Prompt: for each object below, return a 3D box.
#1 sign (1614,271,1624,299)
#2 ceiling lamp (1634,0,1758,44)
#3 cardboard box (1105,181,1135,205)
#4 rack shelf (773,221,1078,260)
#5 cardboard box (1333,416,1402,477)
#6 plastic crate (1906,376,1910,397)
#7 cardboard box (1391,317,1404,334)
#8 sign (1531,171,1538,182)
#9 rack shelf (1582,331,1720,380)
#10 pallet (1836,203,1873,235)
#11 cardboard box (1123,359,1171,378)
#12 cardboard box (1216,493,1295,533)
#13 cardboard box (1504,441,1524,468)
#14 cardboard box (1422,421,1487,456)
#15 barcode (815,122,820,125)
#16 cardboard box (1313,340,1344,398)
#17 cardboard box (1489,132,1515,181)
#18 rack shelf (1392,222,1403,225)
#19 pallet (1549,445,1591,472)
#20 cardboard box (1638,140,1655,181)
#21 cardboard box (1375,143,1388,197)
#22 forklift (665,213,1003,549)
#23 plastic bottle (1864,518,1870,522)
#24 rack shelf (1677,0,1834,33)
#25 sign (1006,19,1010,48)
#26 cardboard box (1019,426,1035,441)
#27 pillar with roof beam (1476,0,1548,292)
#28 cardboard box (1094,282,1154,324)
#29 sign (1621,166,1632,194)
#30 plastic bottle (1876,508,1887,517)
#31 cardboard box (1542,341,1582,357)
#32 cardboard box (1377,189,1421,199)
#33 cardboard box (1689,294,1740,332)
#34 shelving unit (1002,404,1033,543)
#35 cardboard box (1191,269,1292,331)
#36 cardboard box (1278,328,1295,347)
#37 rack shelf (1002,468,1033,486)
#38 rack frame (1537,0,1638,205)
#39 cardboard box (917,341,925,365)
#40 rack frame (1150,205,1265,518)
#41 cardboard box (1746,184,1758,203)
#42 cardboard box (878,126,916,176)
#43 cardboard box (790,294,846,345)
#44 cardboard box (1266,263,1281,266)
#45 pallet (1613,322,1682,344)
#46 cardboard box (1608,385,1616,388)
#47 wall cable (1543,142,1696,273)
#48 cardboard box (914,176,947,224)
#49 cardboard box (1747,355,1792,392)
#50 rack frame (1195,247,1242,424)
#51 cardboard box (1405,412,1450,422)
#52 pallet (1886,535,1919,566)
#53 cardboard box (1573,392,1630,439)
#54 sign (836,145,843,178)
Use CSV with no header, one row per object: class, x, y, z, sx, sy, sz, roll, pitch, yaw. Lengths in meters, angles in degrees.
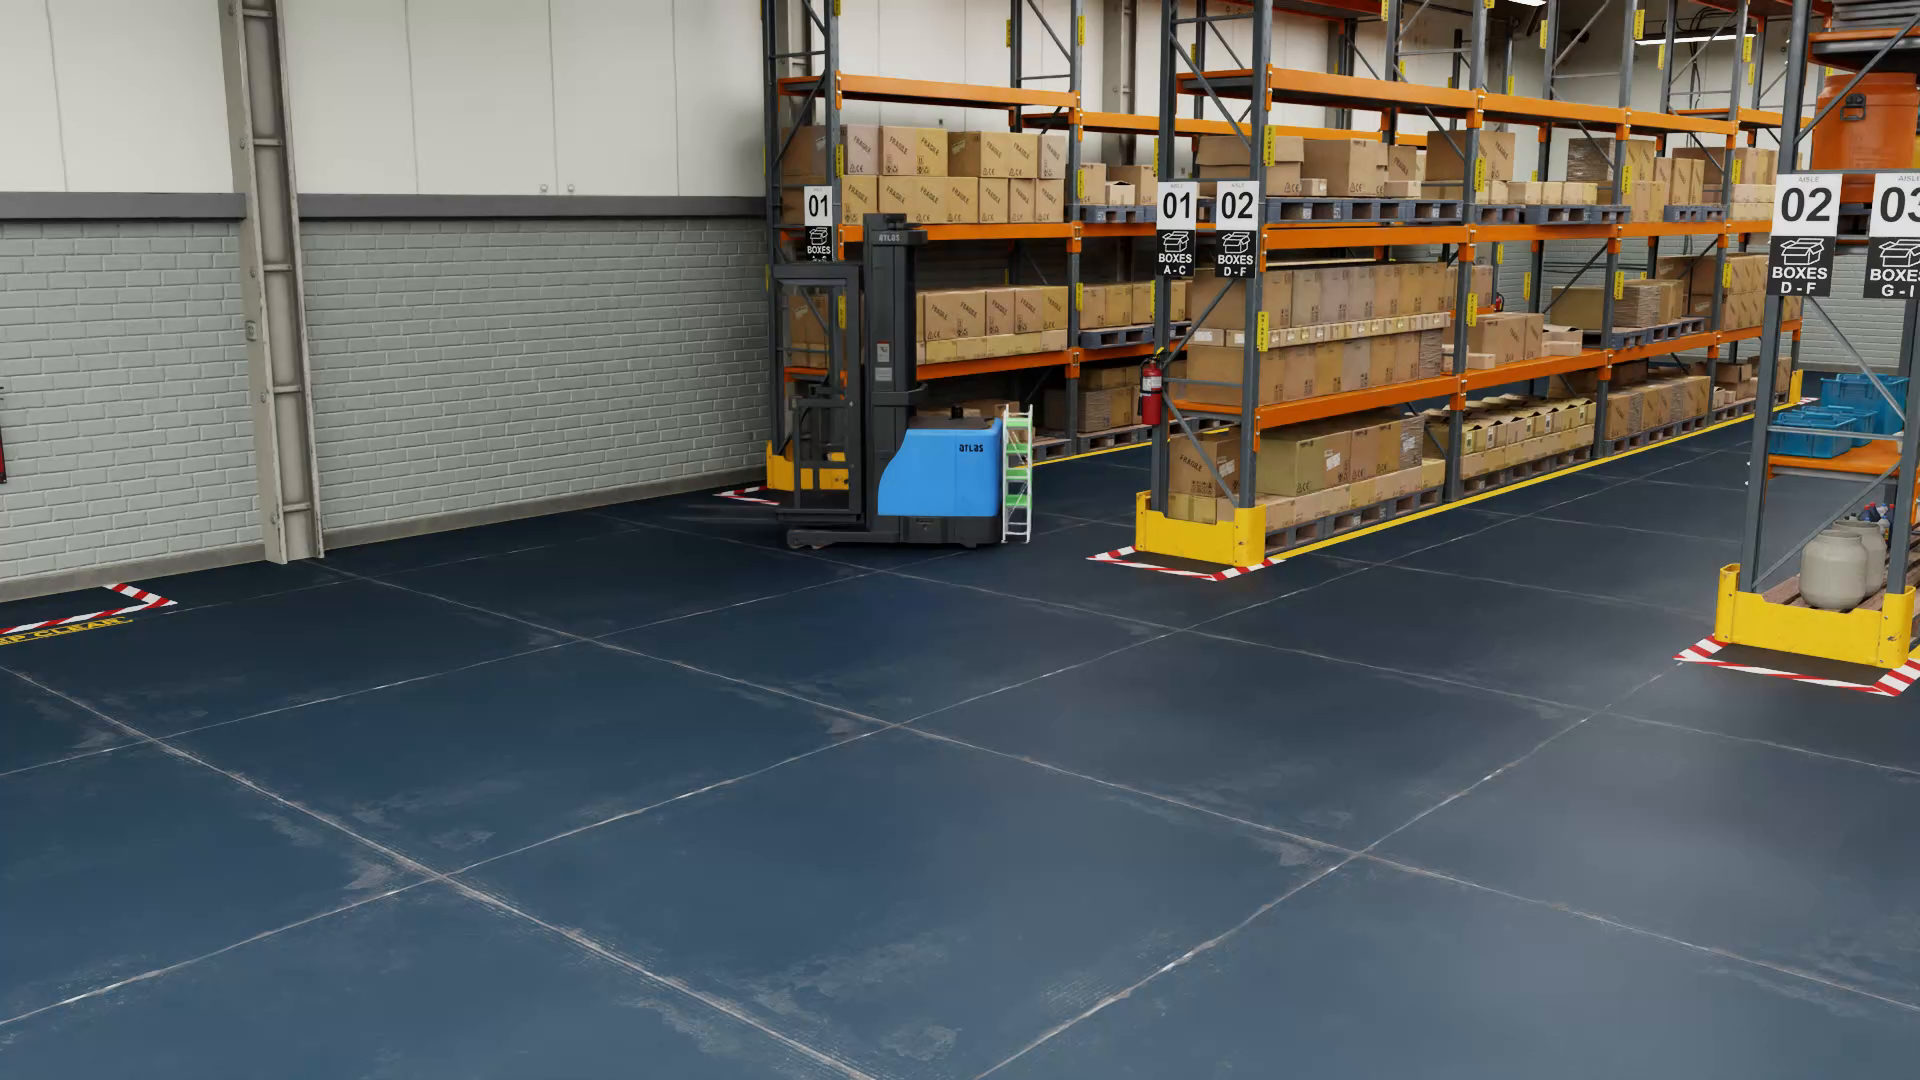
sign,7.802,-3.015,19.690,0.100,0.325,0.005,10,15,40
ceiling lamp,12.609,-10.208,28.440,2.000,3.185,0.800,10,15,40
cardboard box,1.847,-4.363,20.896,0.500,0.311,0.500,10,15,42
rack shelf,-0.301,-3.393,18.721,1.077,0.370,4.000,10,15,40
cardboard box,3.935,-0.912,16.154,0.500,0.500,0.500,10,15,40
plastic crate,8.020,-1.198,13.707,0.767,0.338,0.504,10,15,40
cardboard box,4.051,-2.080,16.053,0.380,0.149,0.250,10,15,40
sign,6.977,-4.313,20.169,0.100,0.325,0.005,10,15,40
rack shelf,8.703,-2.460,21.704,1.077,0.370,4.000,10,15,40
pallet,6.440,-2.188,11.329,1.003,0.211,1.213,10,15,40
cardboard box,2.464,-2.251,22.167,0.500,0.250,0.500,10,15,40
cardboard box,2.623,-0.249,14.746,0.500,0.250,0.500,10,15,40
cardboard box,5.873,-0.966,18.338,0.500,0.250,0.500,9,15,39
cardboard box,5.202,-1.091,17.530,0.500,0.311,0.500,10,15,41
barcode,-1.528,-4.455,17.858,0.001,0.075,0.075,10,15,40
cardboard box,3.095,-1.607,15.345,0.700,0.500,0.500,10,15,41
cardboard box,5.538,-4.073,17.683,0.500,0.500,0.500,-10,15,-42
rack shelf,7.620,-5.159,27.561,1.077,0.370,4.000,10,15,40
pallet,6.810,-1.035,19.852,1.003,0.211,1.213,10,15,40
cardboard box,8.349,-4.742,20.827,0.500,0.500,0.500,10,15,40
cardboard box,3.561,-3.500,15.724,0.637,0.503,0.797,-10,15,-41
forklift,-1.137,-1.460,15.039,3.031,2.935,1.130,1,11,5
plastic bottle,7.423,-0.047,13.631,0.097,0.271,0.097,0,11,0
rack shelf,11.344,-7.620,23.737,1.077,0.370,4.000,10,15,40
sign,0.598,-6.118,20.078,0.100,0.325,0.005,10,15,40
cardboard box,0.688,-1.313,20.239,0.380,0.166,0.250,7,14,33
pillar with roof beam,13.307,-7.229,28.432,9.100,9.000,0.548,10,15,40
cardboard box,2.166,-3.087,21.630,0.500,0.500,0.700,-10,15,-40
sign,7.794,-4.208,19.443,0.100,0.325,0.005,10,15,40
plastic bottle,7.728,-0.127,14.021,0.152,0.276,0.135,10,15,42
cardboard box,6.997,-2.227,19.343,0.380,0.149,0.250,10,15,40
cardboard box,6.954,-5.466,26.319,0.500,0.250,0.500,10,15,40
cardboard box,10.565,-3.195,23.296,0.500,0.500,0.500,10,15,42
shelving unit,0.528,-0.612,15.213,0.258,1.200,0.503,1,11,4
cardboard box,2.455,-2.101,14.505,0.700,0.500,0.500,10,15,41
cardboard box,2.695,-1.777,14.540,0.380,0.149,0.250,9,15,39
rack shelf,0.528,-0.550,15.226,0.258,0.148,0.480,1,11,4
rack frame,7.383,-5.460,19.573,1.000,3.000,0.127,10,15,40
cardboard box,-0.729,-2.026,18.030,0.500,0.250,0.500,9,15,39
rack frame,2.102,-1.341,14.267,1.000,3.000,0.127,10,15,40
cardboard box,10.860,-4.862,23.346,0.500,0.250,0.500,10,15,40
cardboard box,-0.816,-4.094,17.531,0.500,0.500,0.500,10,15,40
cardboard box,-1.470,-2.382,17.895,0.500,0.500,0.500,10,15,40
cardboard box,4.172,-3.768,23.439,0.500,0.250,0.500,10,15,42
pallet,8.663,-2.711,21.615,1.003,0.211,1.213,10,15,40
cardboard box,8.166,-1.752,21.584,0.500,0.500,0.500,9,14,38
wall cable,12.942,-6.540,32.909,3.097,2.526,0.112,10,15,40
cardboard box,-0.492,-3.679,18.008,0.500,0.500,0.500,11,16,43
cardboard box,12.490,-2.573,25.695,0.500,0.500,0.500,10,15,40
rack frame,3.659,-3.158,23.364,1.000,3.000,0.127,10,15,40
cardboard box,5.133,-1.236,18.258,0.500,0.311,0.500,10,15,42
pallet,7.986,0.172,13.810,1.003,0.211,1.213,10,15,40
cardboard box,7.898,-1.538,20.512,0.500,0.500,0.500,11,15,43
sign,-1.214,-3.810,16.741,0.100,0.325,0.005,10,15,40
